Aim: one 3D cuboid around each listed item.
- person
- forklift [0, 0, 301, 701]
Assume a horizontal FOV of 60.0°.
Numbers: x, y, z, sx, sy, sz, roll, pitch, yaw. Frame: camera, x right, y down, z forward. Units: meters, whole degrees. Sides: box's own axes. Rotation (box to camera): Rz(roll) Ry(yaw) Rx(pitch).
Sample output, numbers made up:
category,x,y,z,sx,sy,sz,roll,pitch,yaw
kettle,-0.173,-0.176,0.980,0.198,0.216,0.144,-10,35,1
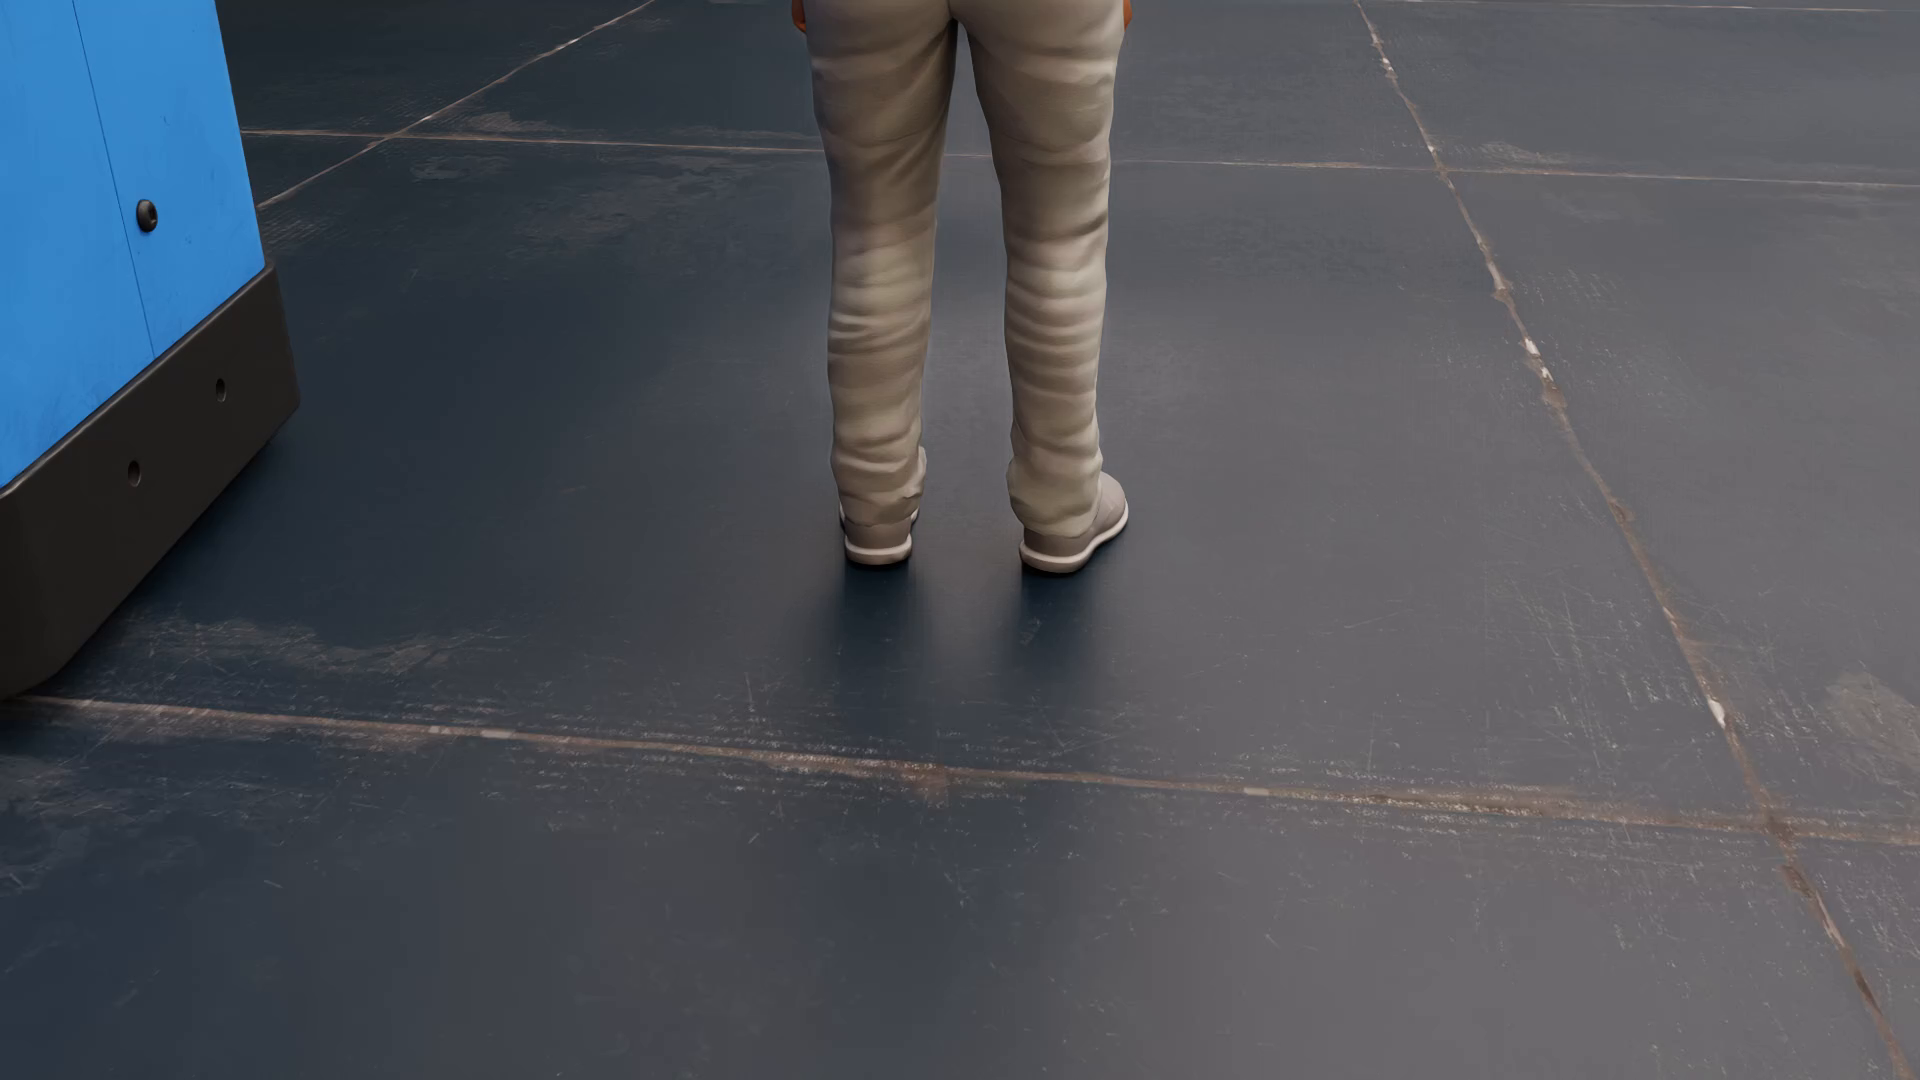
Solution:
category,x,y,z,sx,sy,sz,roll,pitch,yaw
person,0.009,-0.741,2.130,0.478,1.668,0.388,3,27,7
forklift,-2.614,-1.268,1.759,3.031,2.935,1.130,0,27,-1
